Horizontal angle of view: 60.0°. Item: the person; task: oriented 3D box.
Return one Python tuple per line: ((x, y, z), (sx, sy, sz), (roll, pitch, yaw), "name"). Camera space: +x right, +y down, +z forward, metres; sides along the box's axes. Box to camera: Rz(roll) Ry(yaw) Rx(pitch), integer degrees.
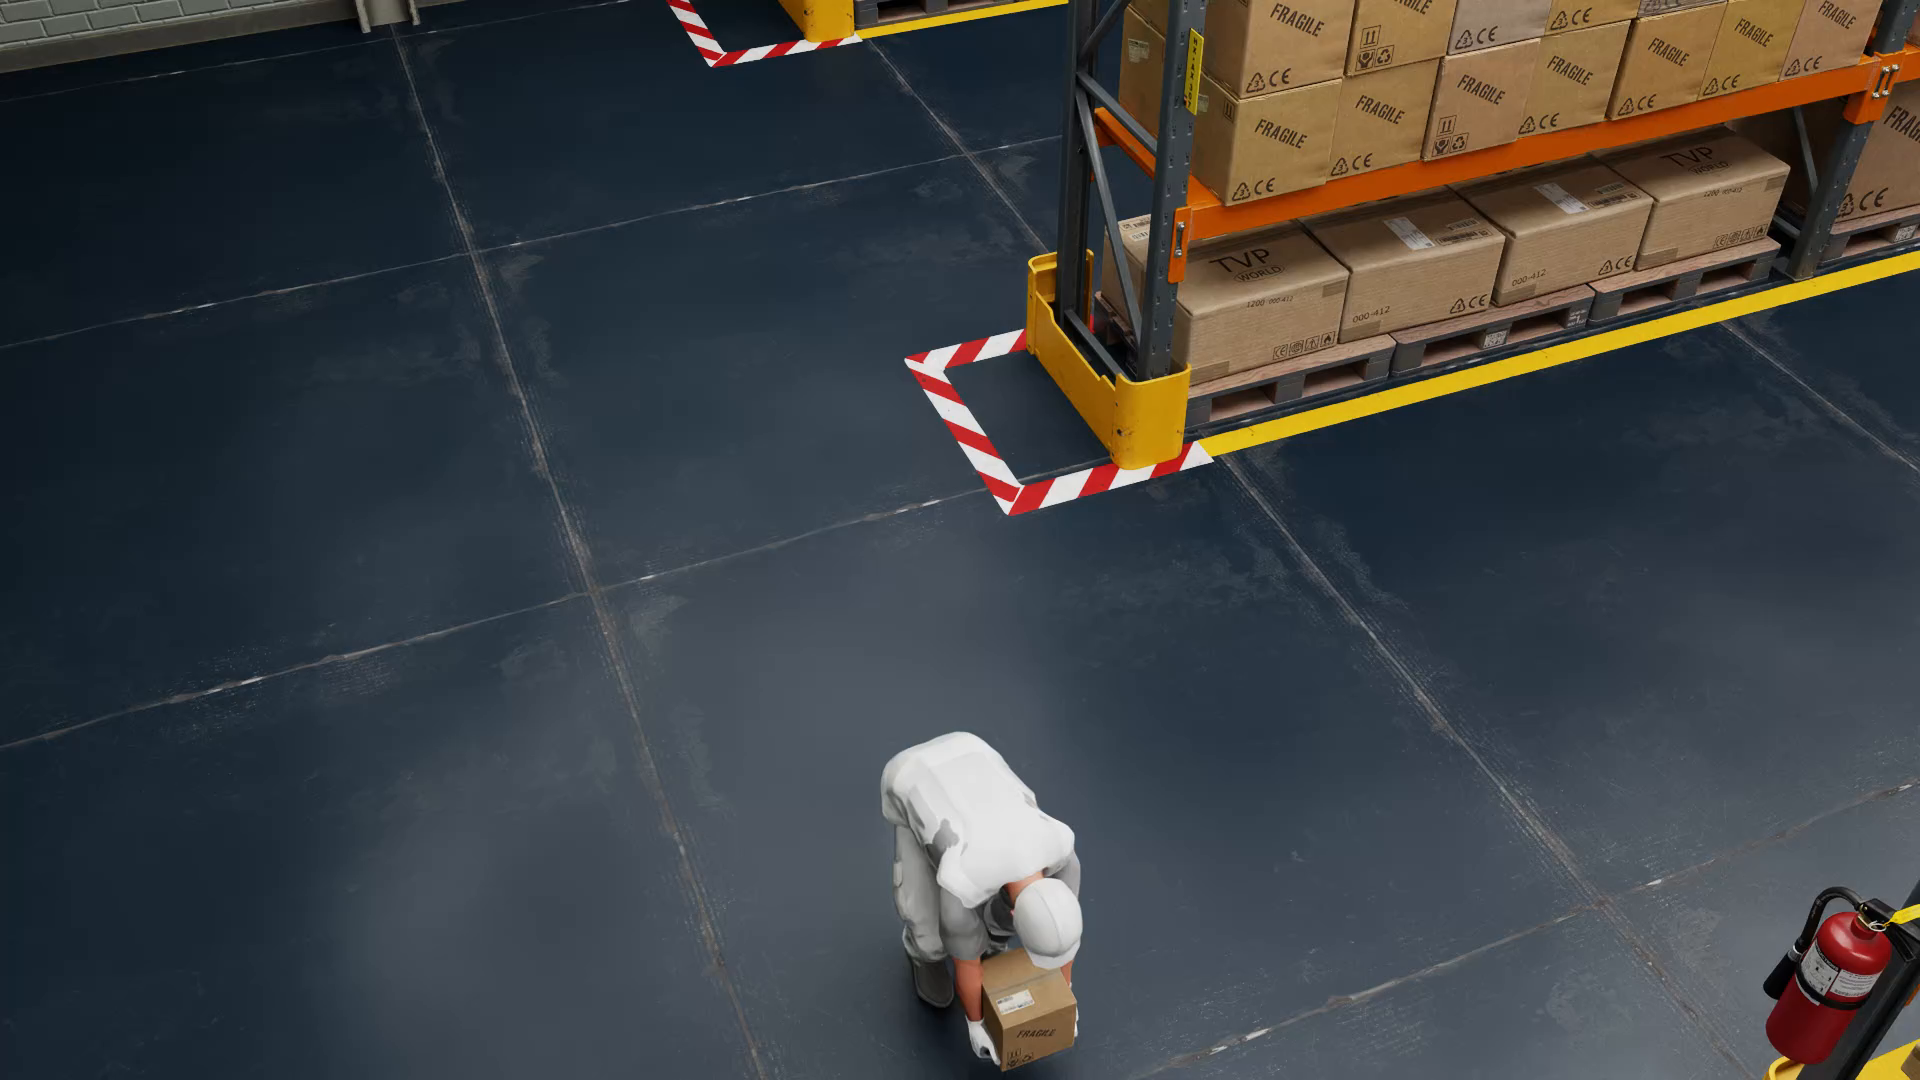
((0.082, 1.193, 5.351), (0.522, 1.039, 0.958), (-17, 44, -19), "person")
